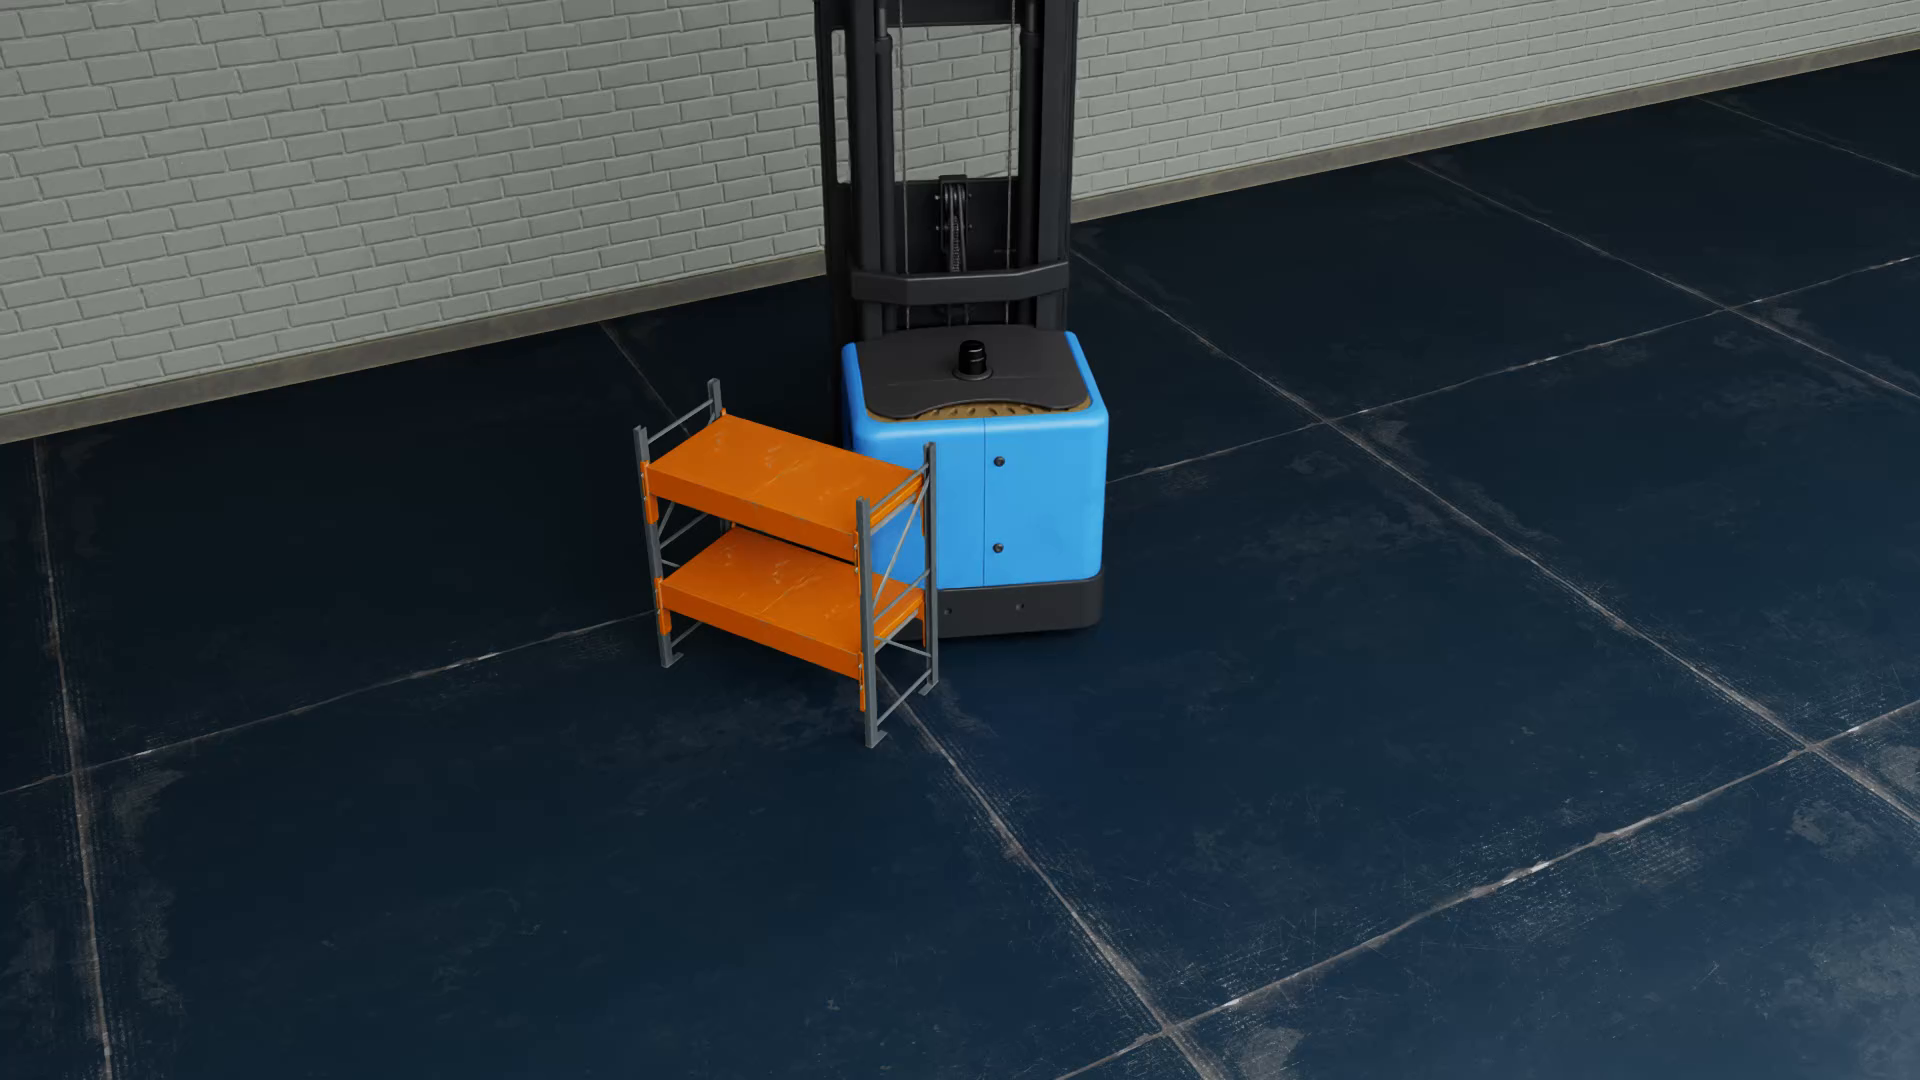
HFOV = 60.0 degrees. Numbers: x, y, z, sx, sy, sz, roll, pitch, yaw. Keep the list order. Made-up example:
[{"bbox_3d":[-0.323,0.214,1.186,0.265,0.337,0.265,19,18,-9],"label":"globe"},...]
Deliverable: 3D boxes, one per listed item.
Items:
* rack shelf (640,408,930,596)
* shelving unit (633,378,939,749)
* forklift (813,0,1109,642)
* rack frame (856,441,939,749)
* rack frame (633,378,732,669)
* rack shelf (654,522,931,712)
[{"bbox_3d":[-0.667,-0.165,6.422,1.000,0.278,0.538,18,37,25],"label":"rack shelf"},{"bbox_3d":[-0.667,0.081,6.580,1.048,1.125,0.538,18,37,25],"label":"shelving unit"},{"bbox_3d":[-0.088,-1.584,7.505,1.130,2.935,3.031,-4,33,-6],"label":"forklift"},{"bbox_3d":[-0.229,0.221,6.362,0.032,1.125,0.500,18,37,25],"label":"rack frame"},{"bbox_3d":[-1.104,-0.058,6.798,0.032,1.125,0.500,18,37,25],"label":"rack frame"},{"bbox_3d":[-0.667,0.287,6.712,1.000,0.278,0.538,18,37,25],"label":"rack shelf"}]
